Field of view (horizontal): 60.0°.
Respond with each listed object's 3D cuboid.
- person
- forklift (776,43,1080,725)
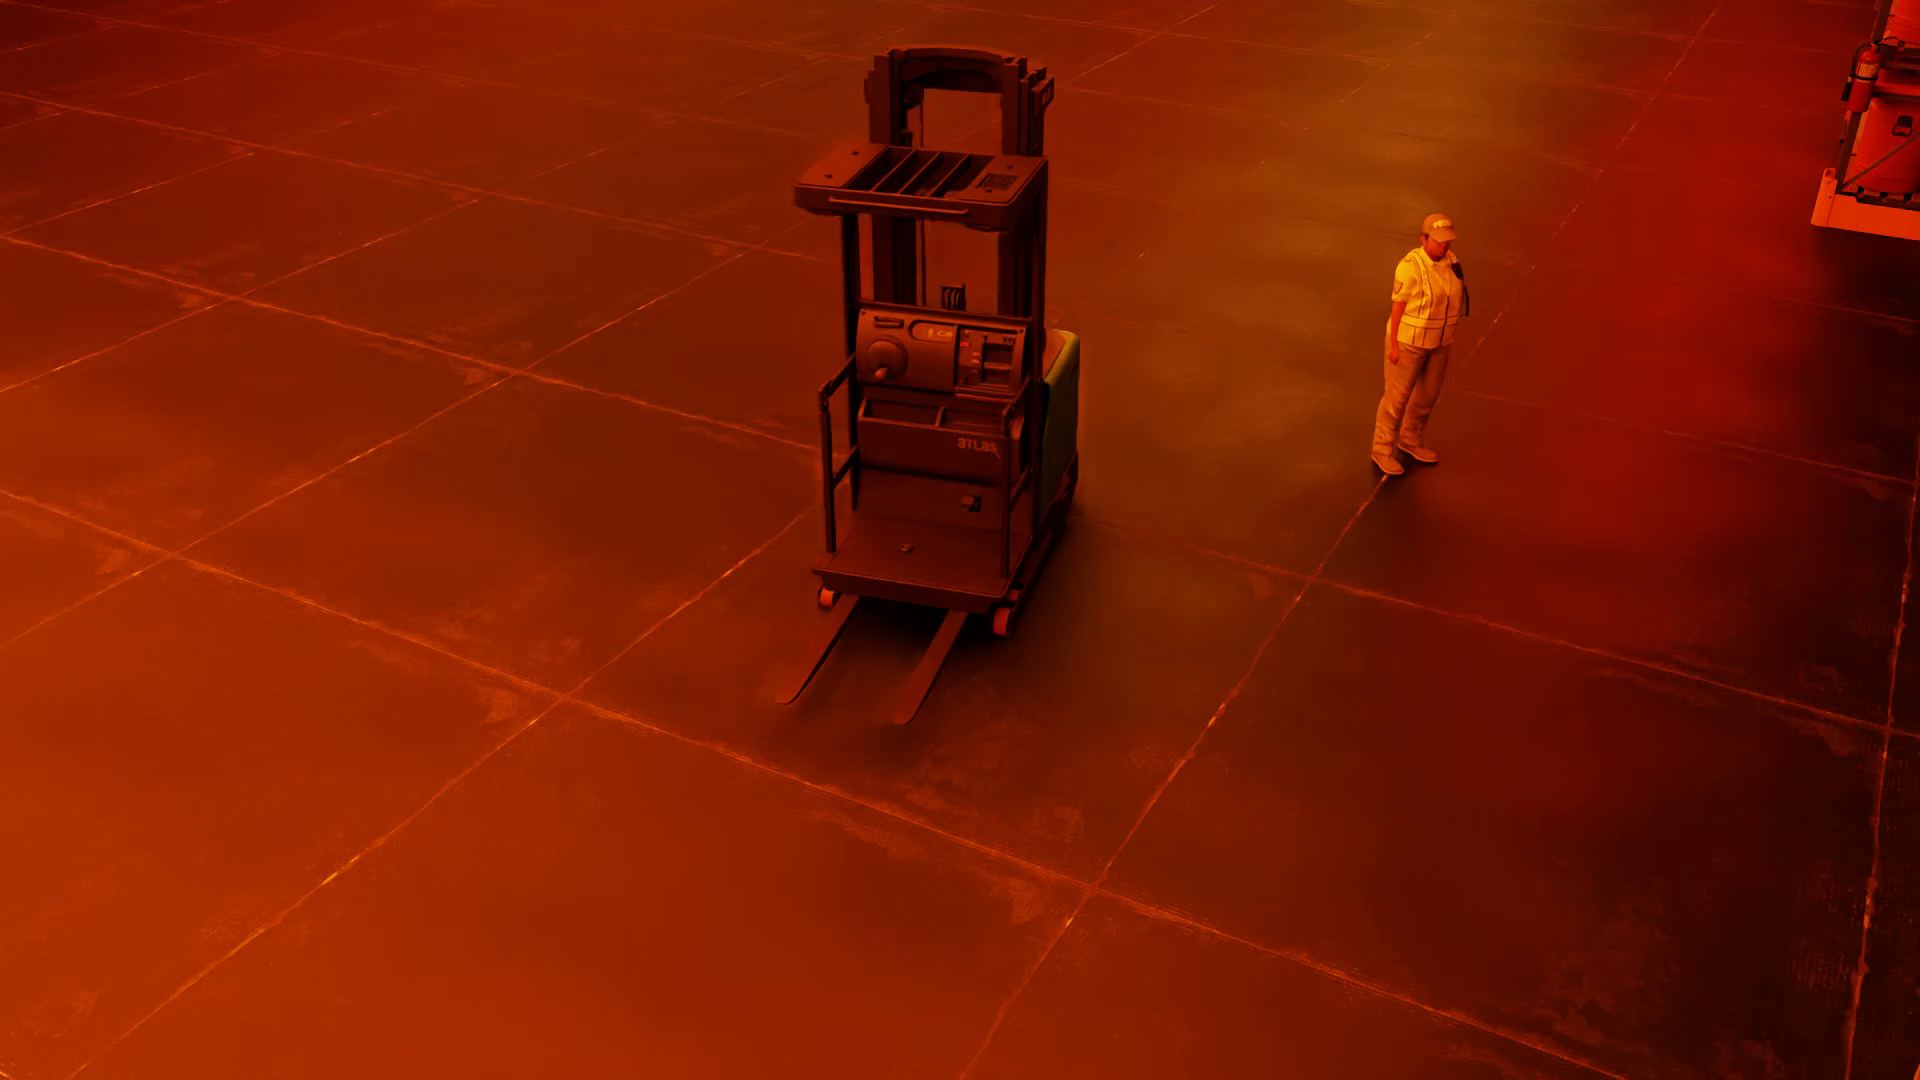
[{"bbox_3d":[2.911,-1.251,10.511,0.479,1.668,0.388,-16,34,-26],"label":"person"},{"bbox_3d":[-0.163,-0.959,8.732,1.130,2.935,3.031,8,31,14],"label":"forklift"}]
